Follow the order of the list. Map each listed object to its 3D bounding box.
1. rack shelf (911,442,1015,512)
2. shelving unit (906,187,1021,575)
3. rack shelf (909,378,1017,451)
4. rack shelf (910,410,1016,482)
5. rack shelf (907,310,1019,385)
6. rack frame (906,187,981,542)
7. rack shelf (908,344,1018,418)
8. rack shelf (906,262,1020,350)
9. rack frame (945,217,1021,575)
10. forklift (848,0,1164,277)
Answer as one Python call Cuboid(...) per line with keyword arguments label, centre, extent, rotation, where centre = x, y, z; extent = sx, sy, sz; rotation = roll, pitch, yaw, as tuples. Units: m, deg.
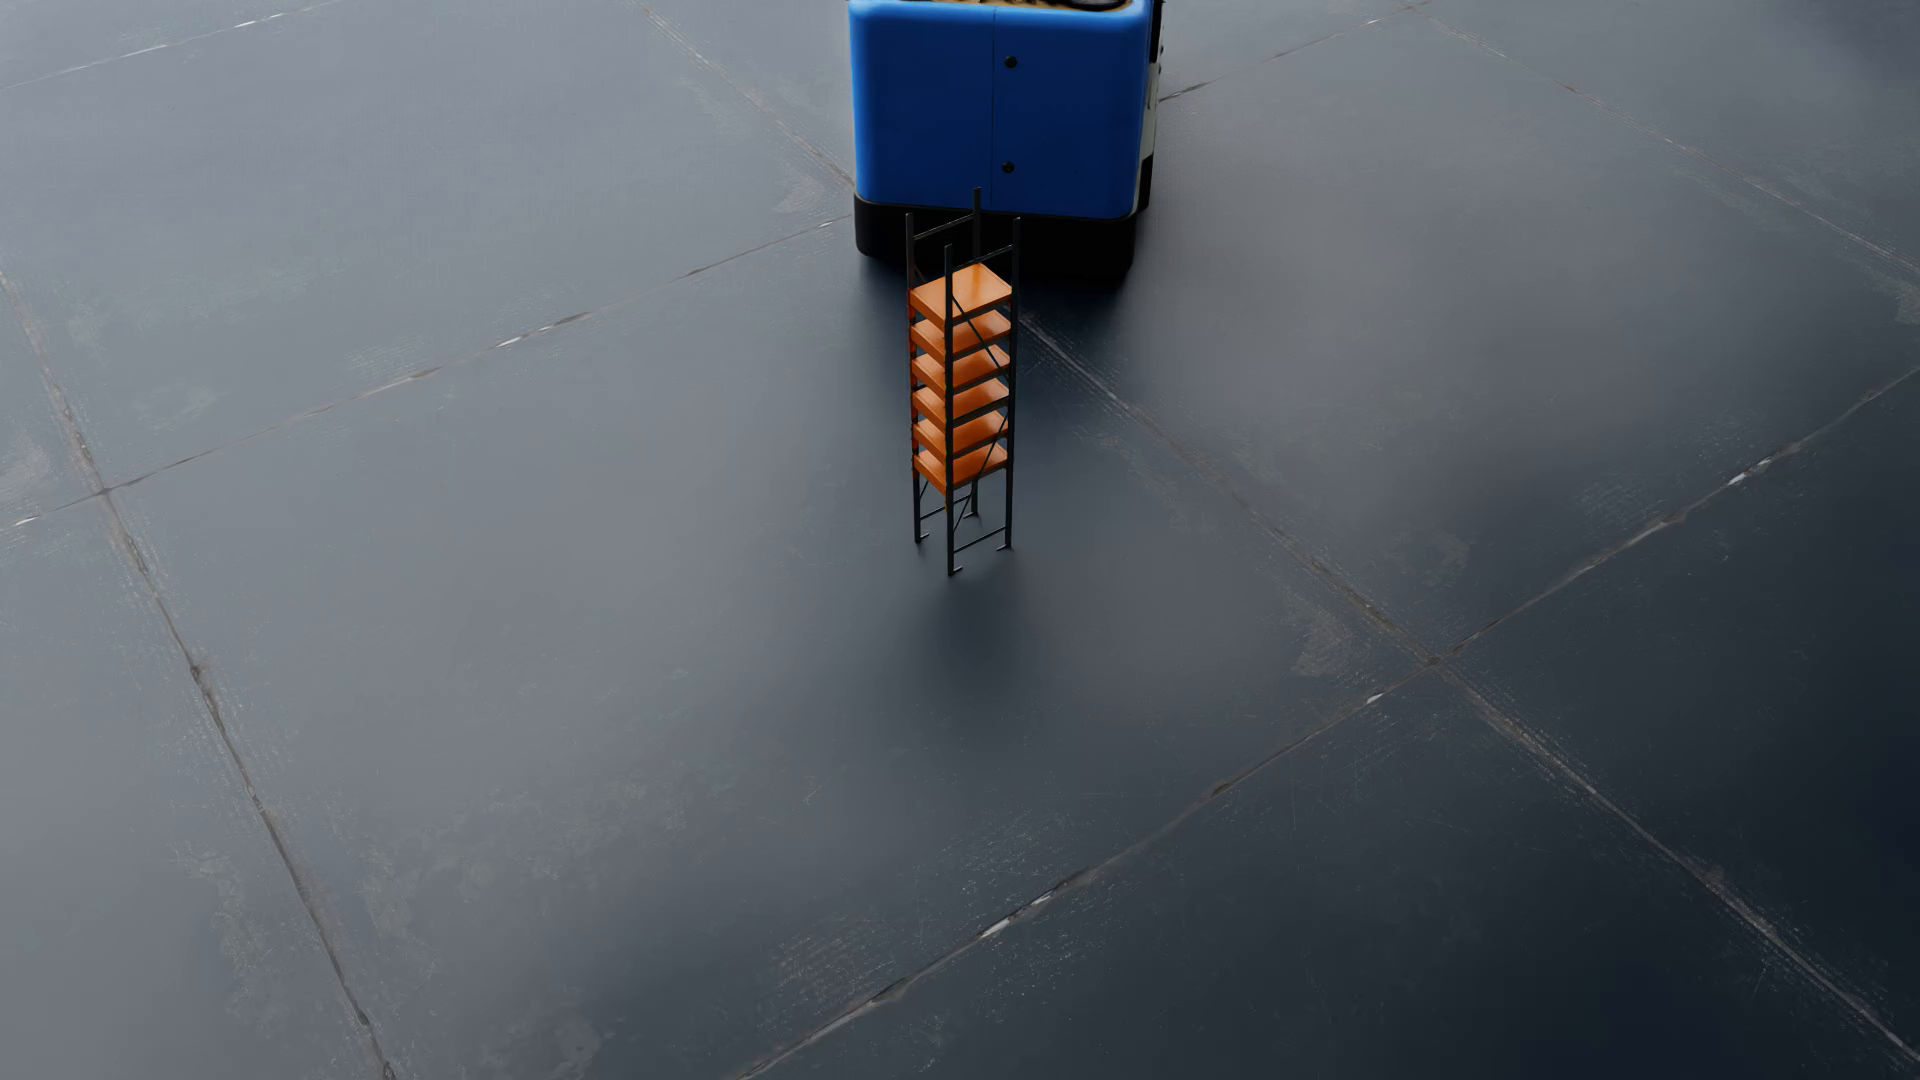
Cuboid(label="rack shelf", centre=(0.008, -0.220, 5.024), extent=(0.258, 0.103, 0.180), rotation=(-26, 49, -24))
Cuboid(label="shelving unit", centre=(0.008, -0.426, 4.827), extent=(0.258, 1.200, 0.189), rotation=(-26, 49, -24))
Cuboid(label="rack shelf", centre=(0.008, -0.394, 4.858), extent=(0.258, 0.103, 0.180), rotation=(-26, 49, -24))
Cuboid(label="rack shelf", centre=(0.008, -0.307, 4.941), extent=(0.258, 0.103, 0.180), rotation=(-26, 49, -24))
Cuboid(label="rack shelf", centre=(0.008, -0.567, 4.692), extent=(0.258, 0.103, 0.180), rotation=(-26, 49, -24))
Cuboid(label="rack frame", centre=(-0.044, -0.478, 4.881), extent=(0.240, 1.200, 0.006), rotation=(-26, 49, -24))
Cuboid(label="rack shelf", centre=(0.008, -0.480, 4.775), extent=(0.258, 0.103, 0.180), rotation=(-26, 49, -24))
Cuboid(label="rack shelf", centre=(0.008, -0.654, 4.609), extent=(0.258, 0.103, 0.180), rotation=(-26, 49, -24))
Cuboid(label="rack frame", centre=(0.061, -0.374, 4.773), extent=(0.240, 1.200, 0.006), rotation=(-26, 49, -24))
Cuboid(label="forklift", centre=(0.315, -3.060, 6.333), extent=(1.130, 2.935, 3.031), rotation=(5, 44, 6))
